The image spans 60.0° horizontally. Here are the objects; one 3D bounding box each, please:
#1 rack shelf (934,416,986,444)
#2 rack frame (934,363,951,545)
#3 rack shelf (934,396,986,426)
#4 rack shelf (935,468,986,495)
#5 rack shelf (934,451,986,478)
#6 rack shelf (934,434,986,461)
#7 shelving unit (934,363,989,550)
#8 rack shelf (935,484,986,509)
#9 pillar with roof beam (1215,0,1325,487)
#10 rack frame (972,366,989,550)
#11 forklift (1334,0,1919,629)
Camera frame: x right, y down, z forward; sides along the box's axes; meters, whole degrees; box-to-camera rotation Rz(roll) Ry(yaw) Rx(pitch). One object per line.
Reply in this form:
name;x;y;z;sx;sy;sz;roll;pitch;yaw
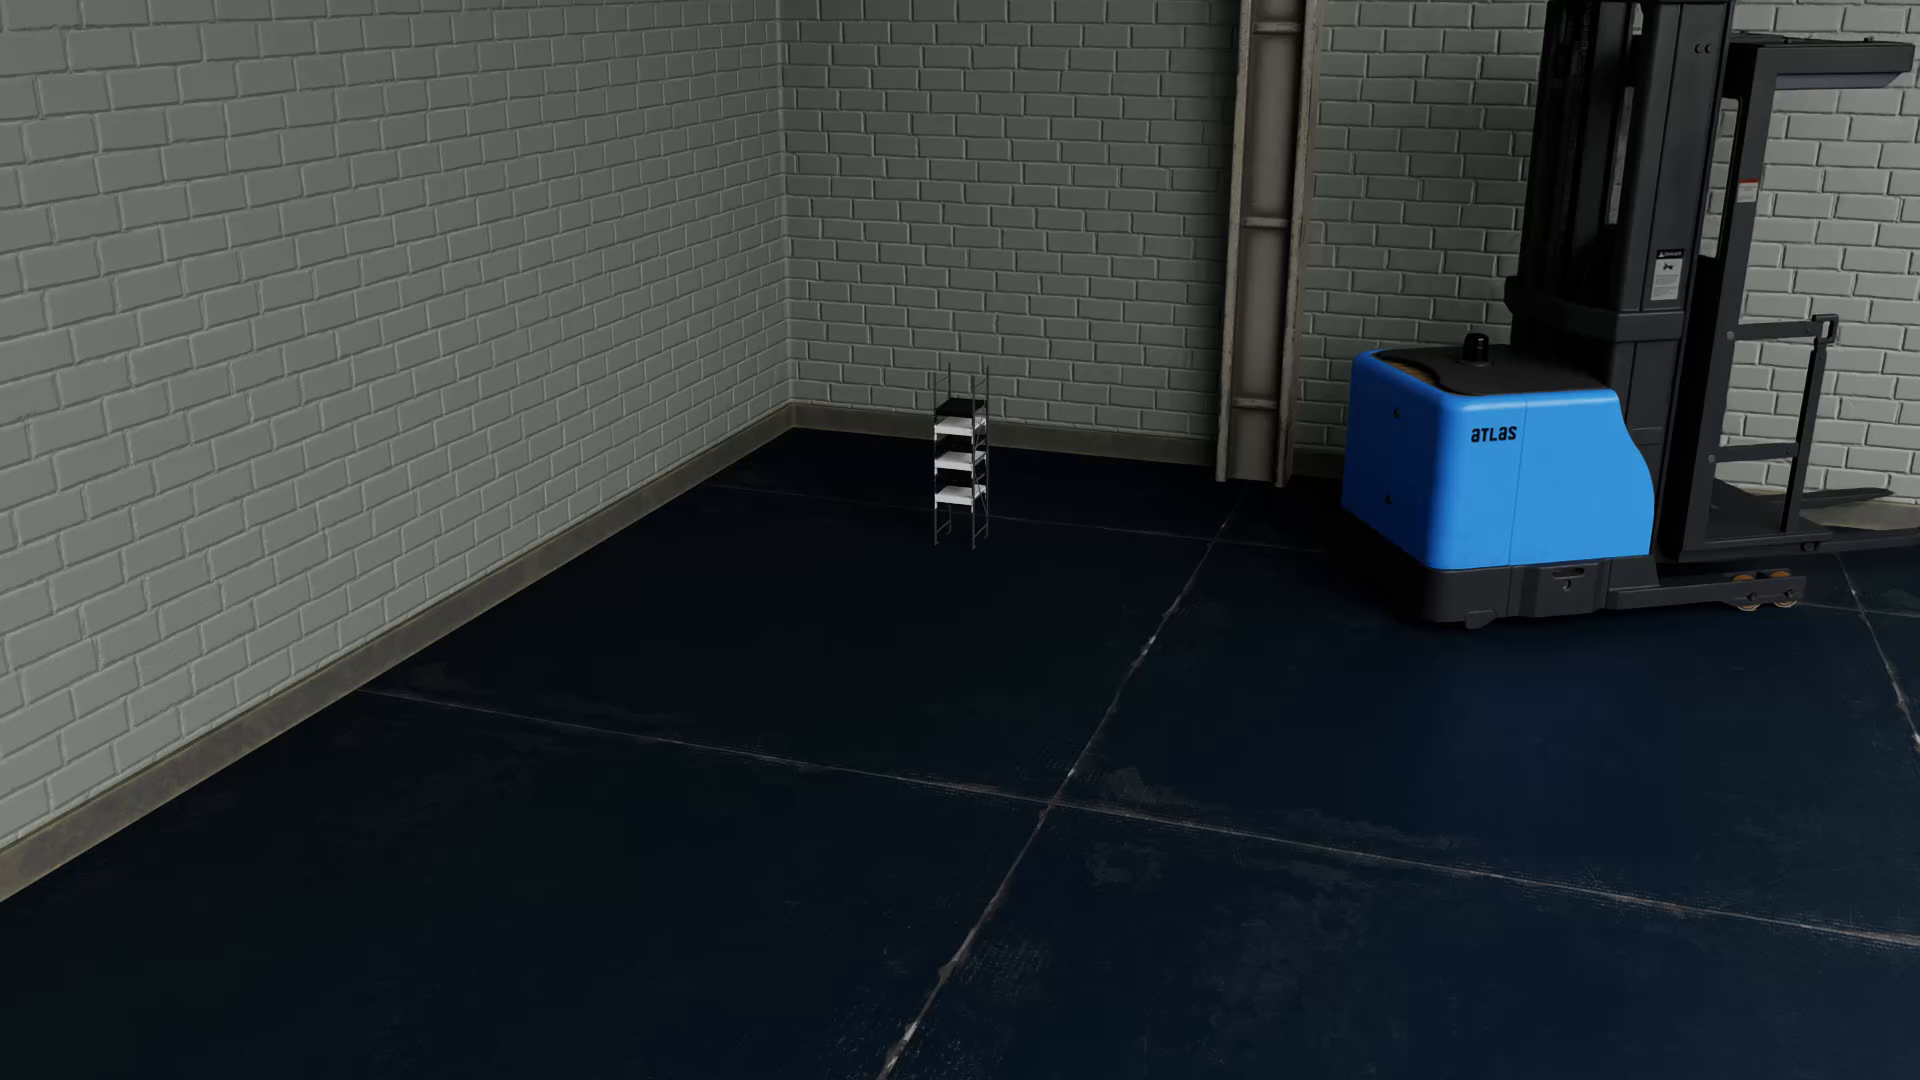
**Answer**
rack shelf;0.008;-0.563;8.377;0.200;0.077;0.258;7;20;18
rack frame;-0.088;-0.435;8.457;0.006;0.900;0.240;7;20;18
rack shelf;0.008;-0.648;8.348;0.200;0.077;0.258;7;20;18
rack shelf;0.008;-0.308;8.466;0.200;0.077;0.258;7;20;18
rack shelf;0.008;-0.393;8.437;0.200;0.077;0.258;7;20;18
rack shelf;0.008;-0.478;8.407;0.200;0.077;0.258;7;20;18
shelving unit;0.008;-0.424;8.426;0.210;0.900;0.258;7;20;18
rack shelf;0.008;-0.223;8.496;0.200;0.077;0.258;7;20;18
pillar with roof beam;0.288;-3.278;4.307;0.400;9.000;9.100;7;20;18
rack frame;0.104;-0.413;8.394;0.006;0.900;0.240;7;20;18
forklift;3.416;-1.222;7.629;3.031;2.935;1.130;-4;20;-12
